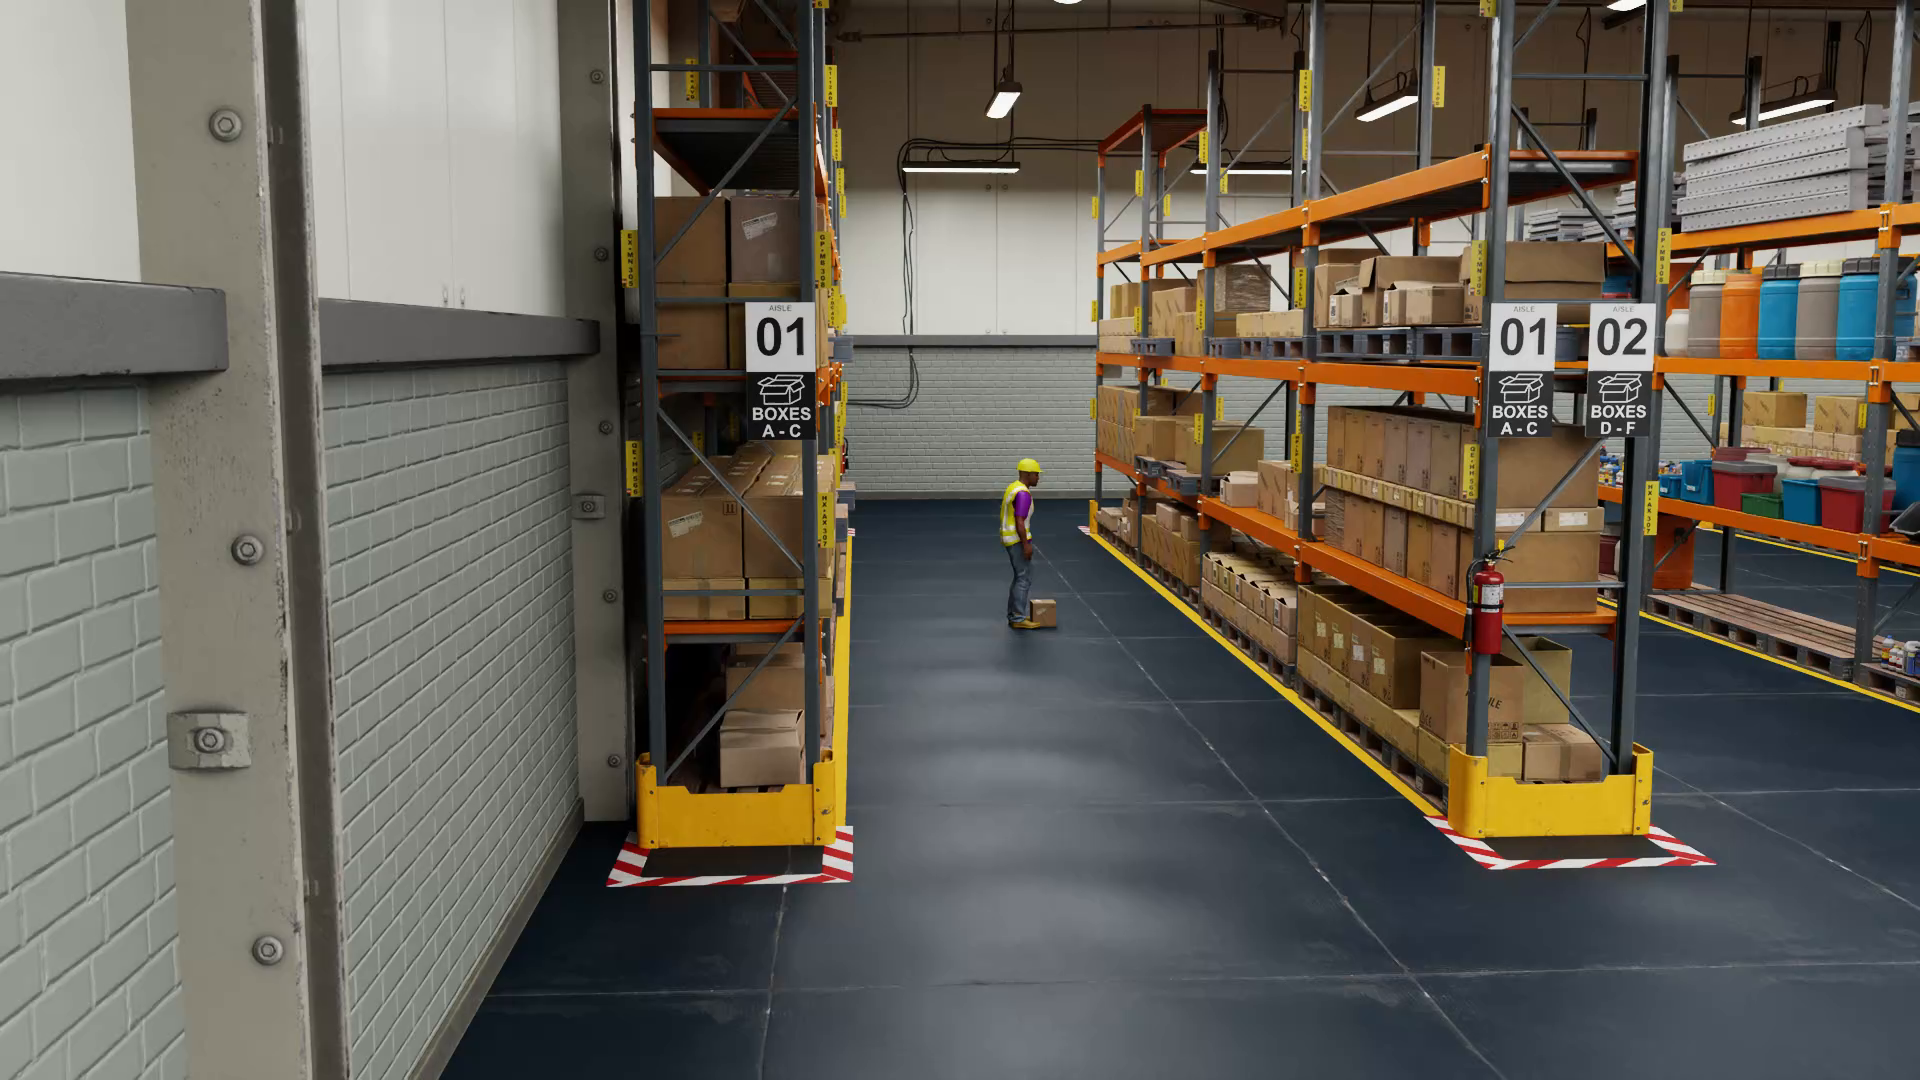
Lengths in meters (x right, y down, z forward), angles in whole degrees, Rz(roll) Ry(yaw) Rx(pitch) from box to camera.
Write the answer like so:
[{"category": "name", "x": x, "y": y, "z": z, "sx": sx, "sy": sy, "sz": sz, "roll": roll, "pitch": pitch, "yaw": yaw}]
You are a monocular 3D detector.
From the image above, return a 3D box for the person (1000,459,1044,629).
[{"category": "person", "x": 0.655, "y": 0.028, "z": 17.445, "sx": 0.461, "sy": 1.757, "sz": 0.627, "roll": 0, "pitch": 7, "yaw": -4}]
